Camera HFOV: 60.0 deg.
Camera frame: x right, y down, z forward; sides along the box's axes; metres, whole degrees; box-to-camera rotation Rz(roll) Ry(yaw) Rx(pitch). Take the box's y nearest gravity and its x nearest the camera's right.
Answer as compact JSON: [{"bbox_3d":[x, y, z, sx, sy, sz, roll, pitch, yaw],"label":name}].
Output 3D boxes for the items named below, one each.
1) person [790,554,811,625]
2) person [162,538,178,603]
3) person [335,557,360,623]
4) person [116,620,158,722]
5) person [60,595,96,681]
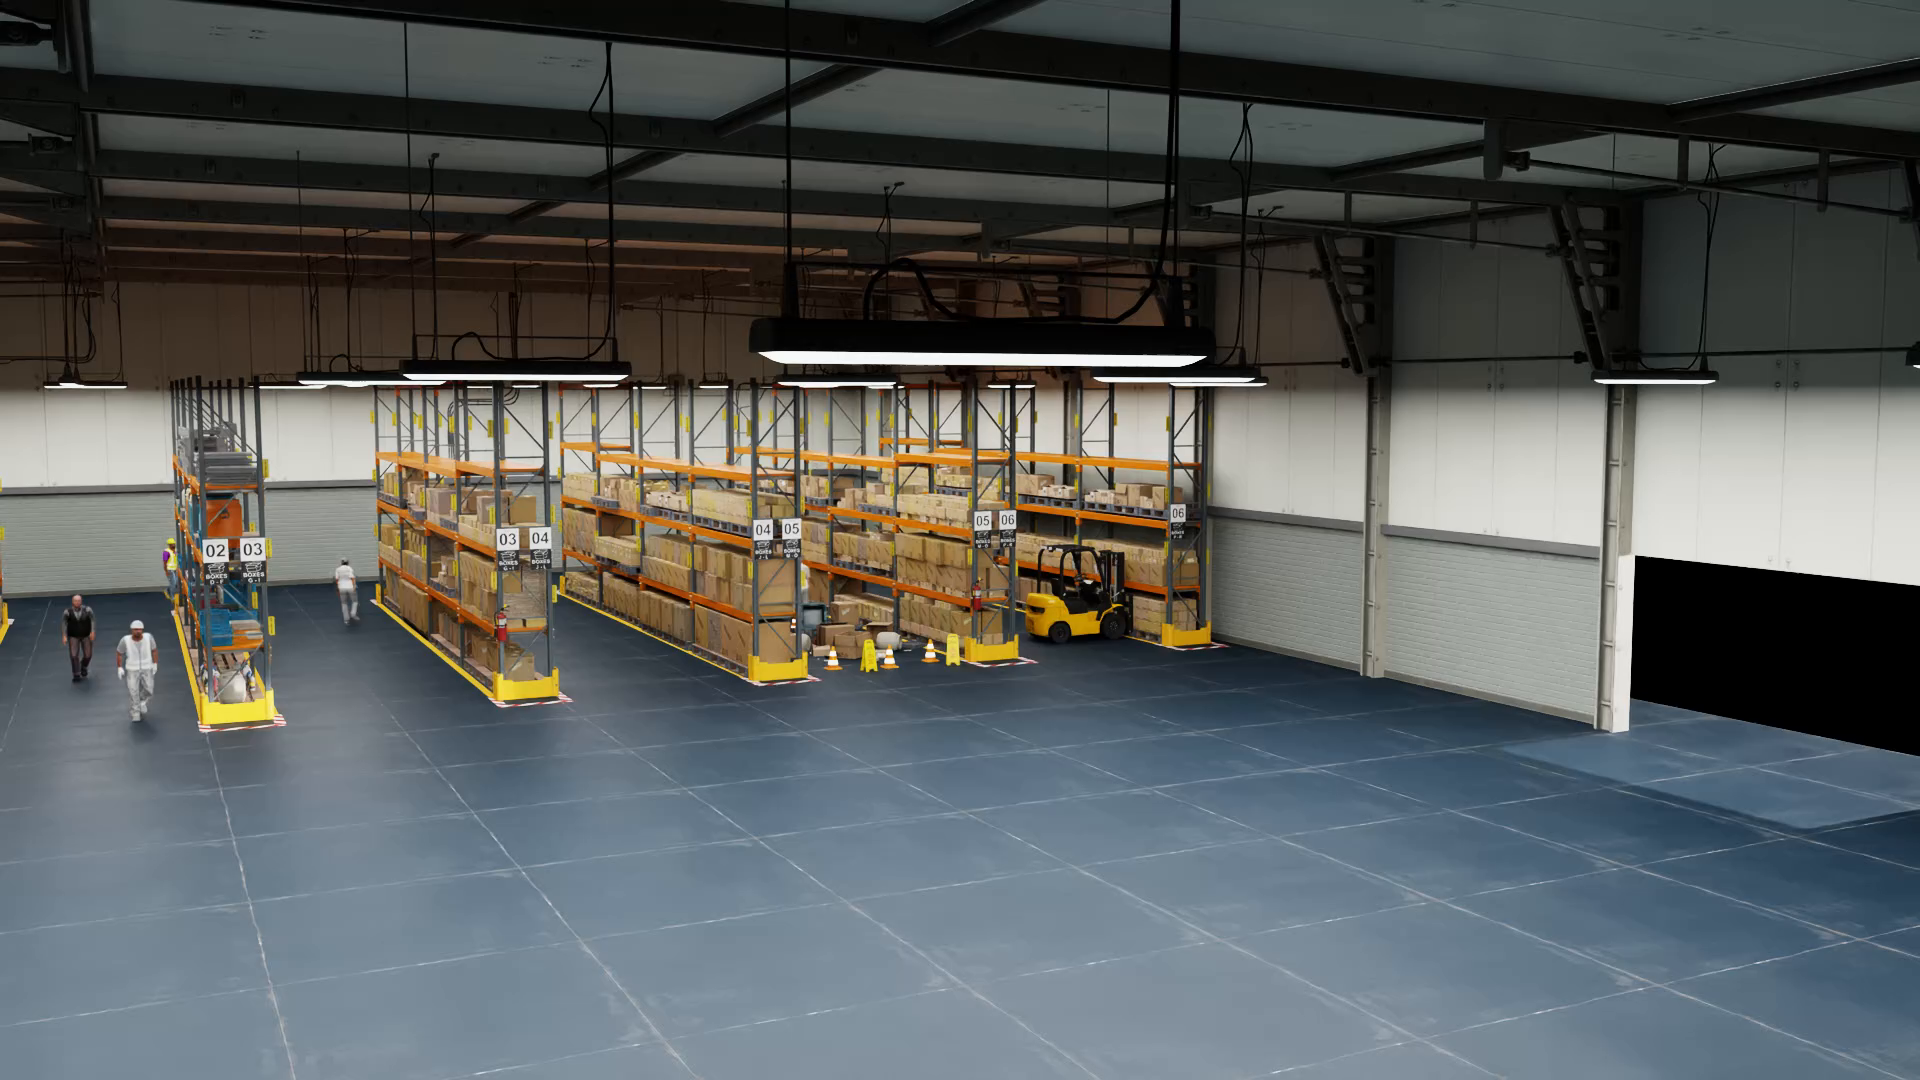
[{"bbox_3d":[-3.934,1.247,40.797,0.603,1.800,0.688,-4,7,-39],"label":"person"},{"bbox_3d":[-21.424,0.818,45.144,0.648,1.755,0.580,2,5,17],"label":"person"},{"bbox_3d":[-15.141,1.235,41.092,0.546,1.640,0.521,-2,5,-17],"label":"person"},{"bbox_3d":[-14.423,2.262,29.144,0.647,1.763,0.689,-4,6,-35],"label":"person"},{"bbox_3d":[-17.585,1.935,33.188,0.633,1.707,0.600,-3,6,-28],"label":"person"}]
